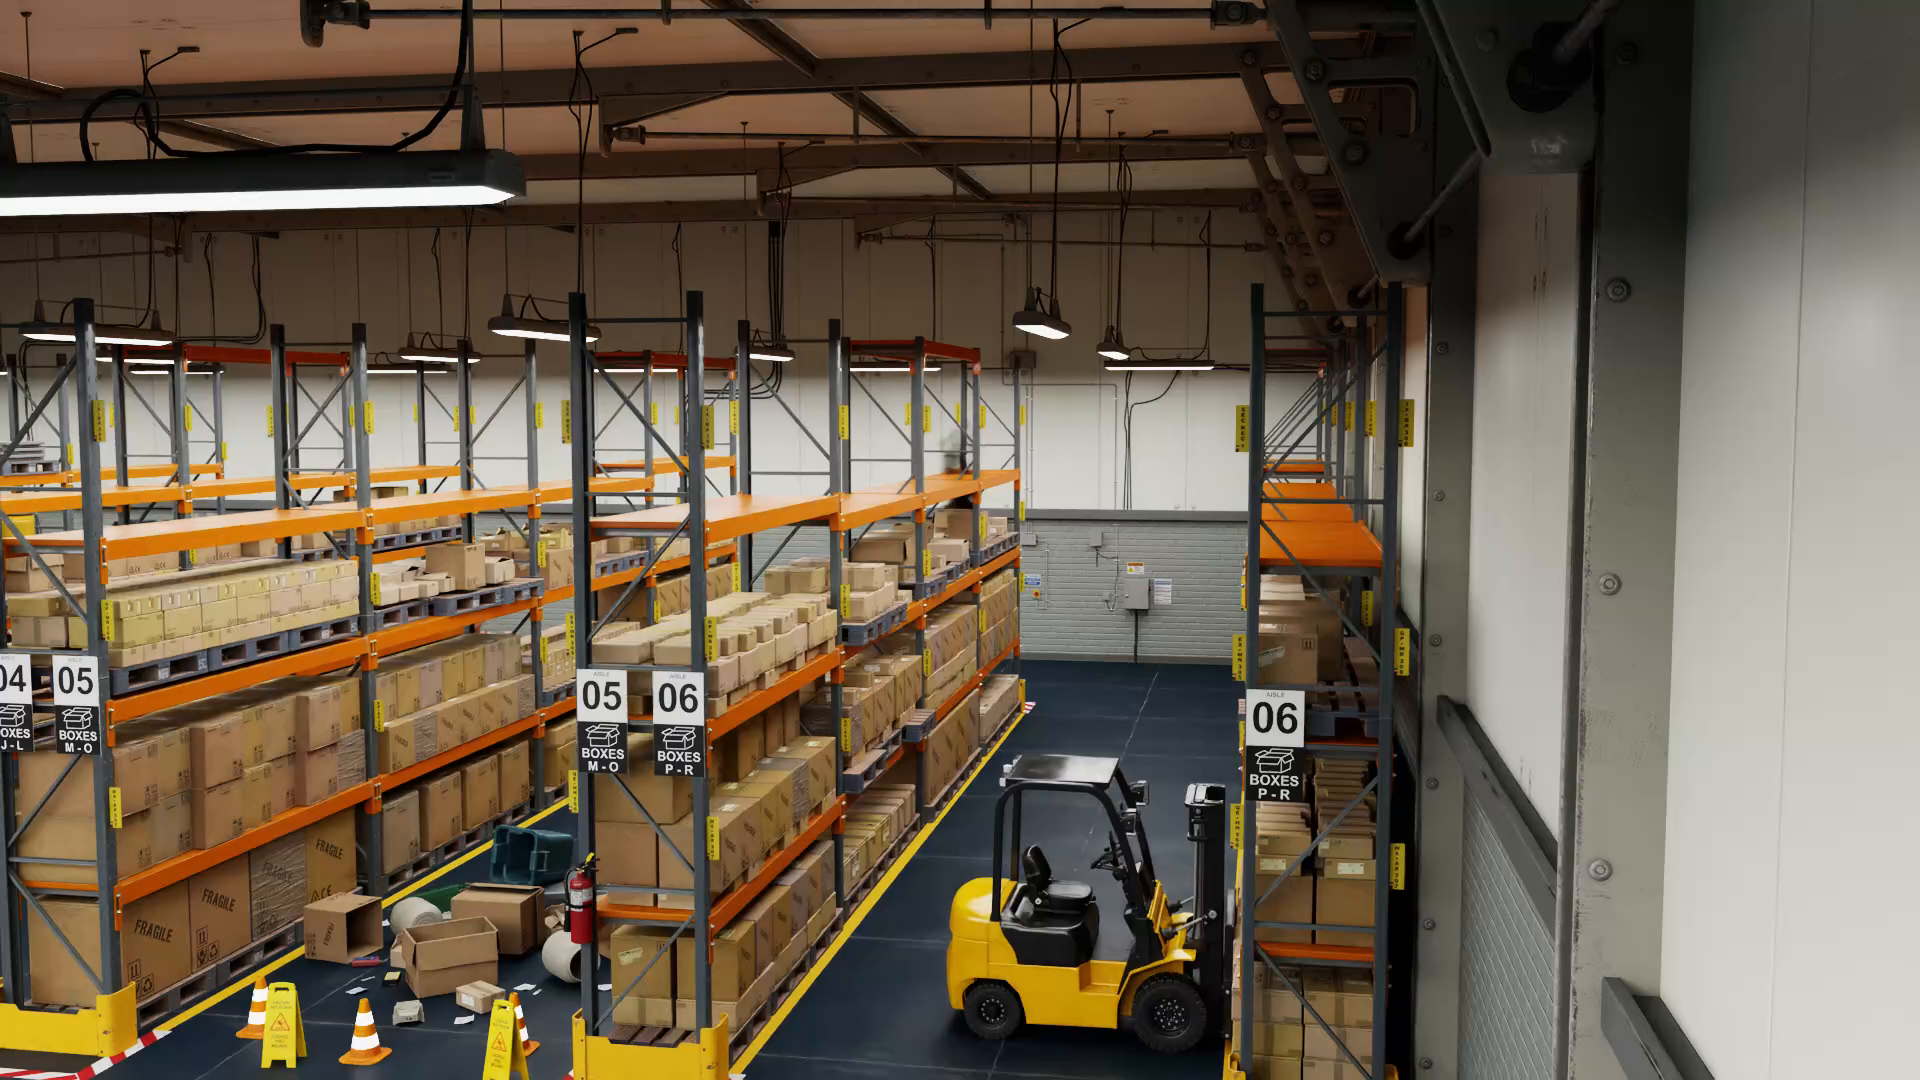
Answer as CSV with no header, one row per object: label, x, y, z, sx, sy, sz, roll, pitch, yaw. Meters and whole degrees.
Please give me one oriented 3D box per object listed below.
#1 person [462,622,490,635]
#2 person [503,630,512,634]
person,-7.943,2.106,27.319,0.721,1.757,0.611,0,5,0
person,-6.775,2.305,25.259,0.747,1.727,0.925,1,5,8
